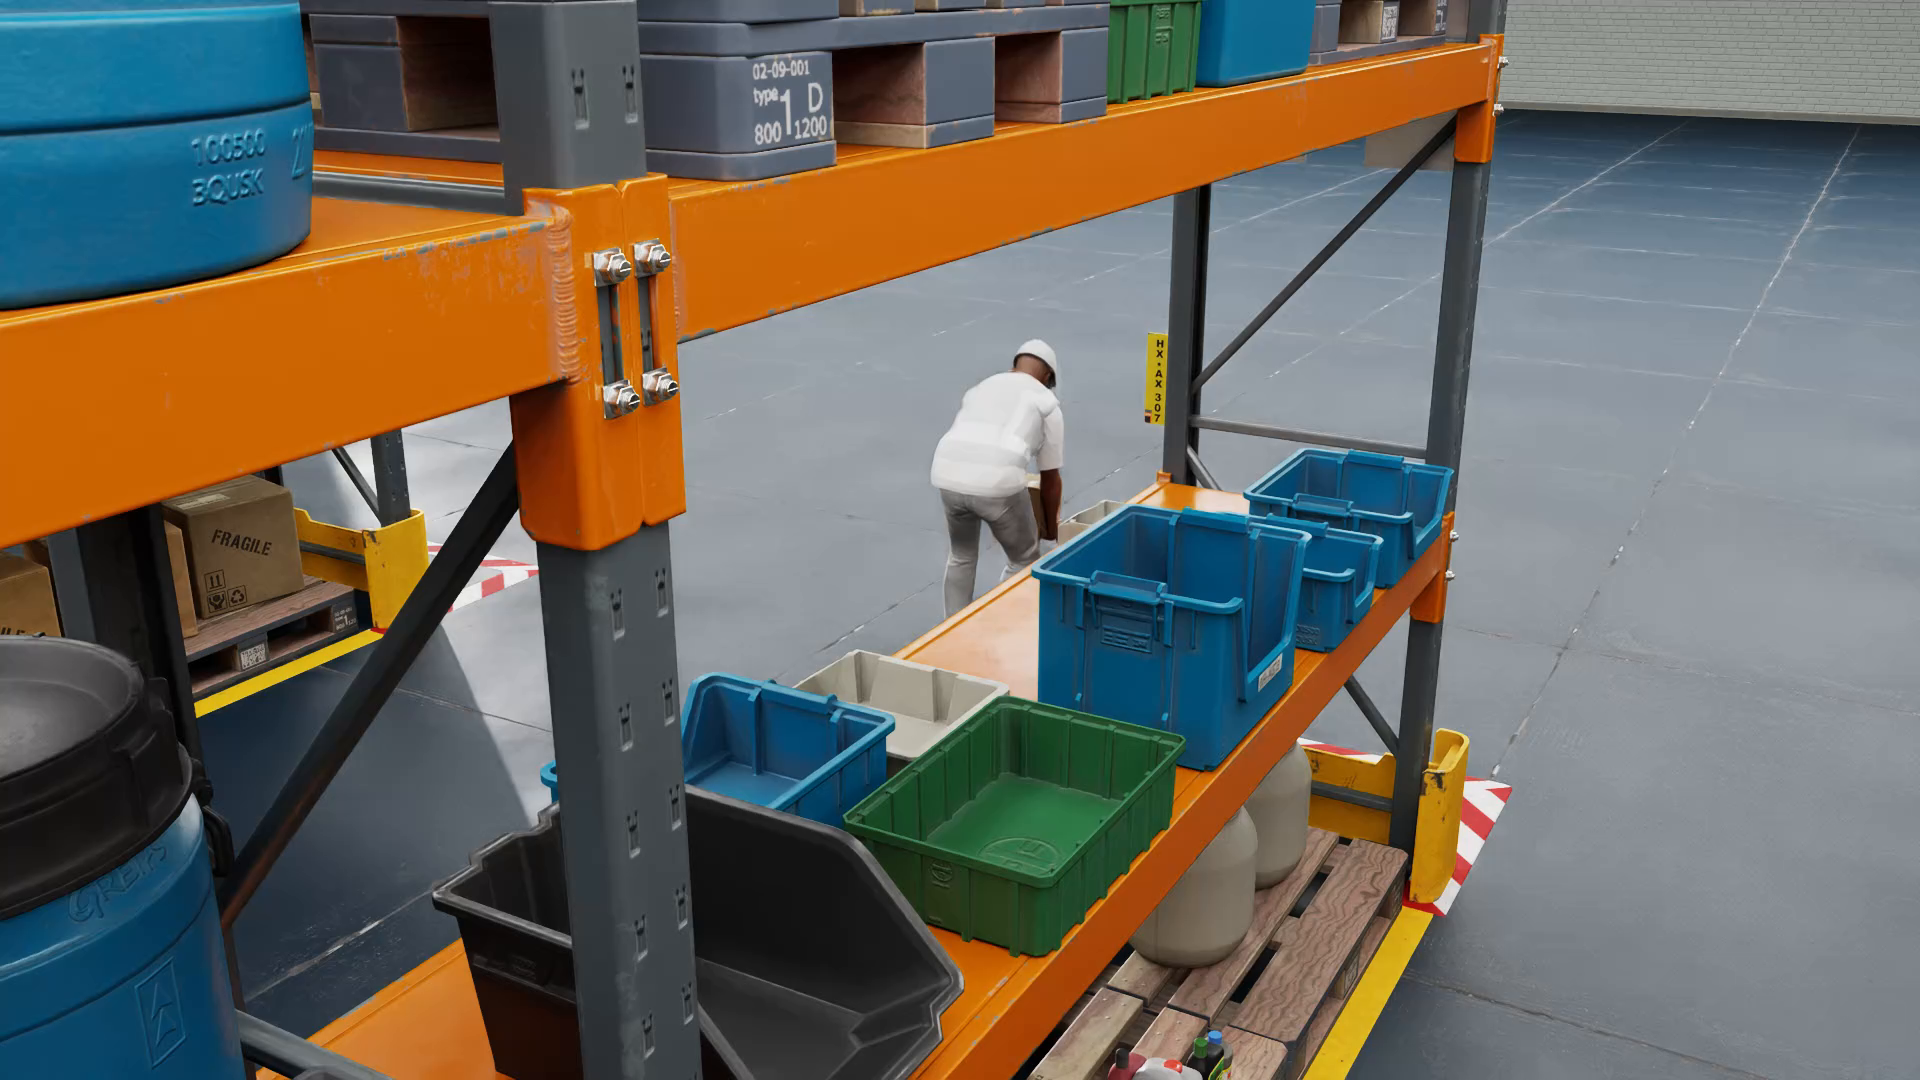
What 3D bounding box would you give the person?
[{"bbox_3d":[0.200,-0.180,7.634,0.490,1.374,0.898,10,22,26],"label":"person"}]
